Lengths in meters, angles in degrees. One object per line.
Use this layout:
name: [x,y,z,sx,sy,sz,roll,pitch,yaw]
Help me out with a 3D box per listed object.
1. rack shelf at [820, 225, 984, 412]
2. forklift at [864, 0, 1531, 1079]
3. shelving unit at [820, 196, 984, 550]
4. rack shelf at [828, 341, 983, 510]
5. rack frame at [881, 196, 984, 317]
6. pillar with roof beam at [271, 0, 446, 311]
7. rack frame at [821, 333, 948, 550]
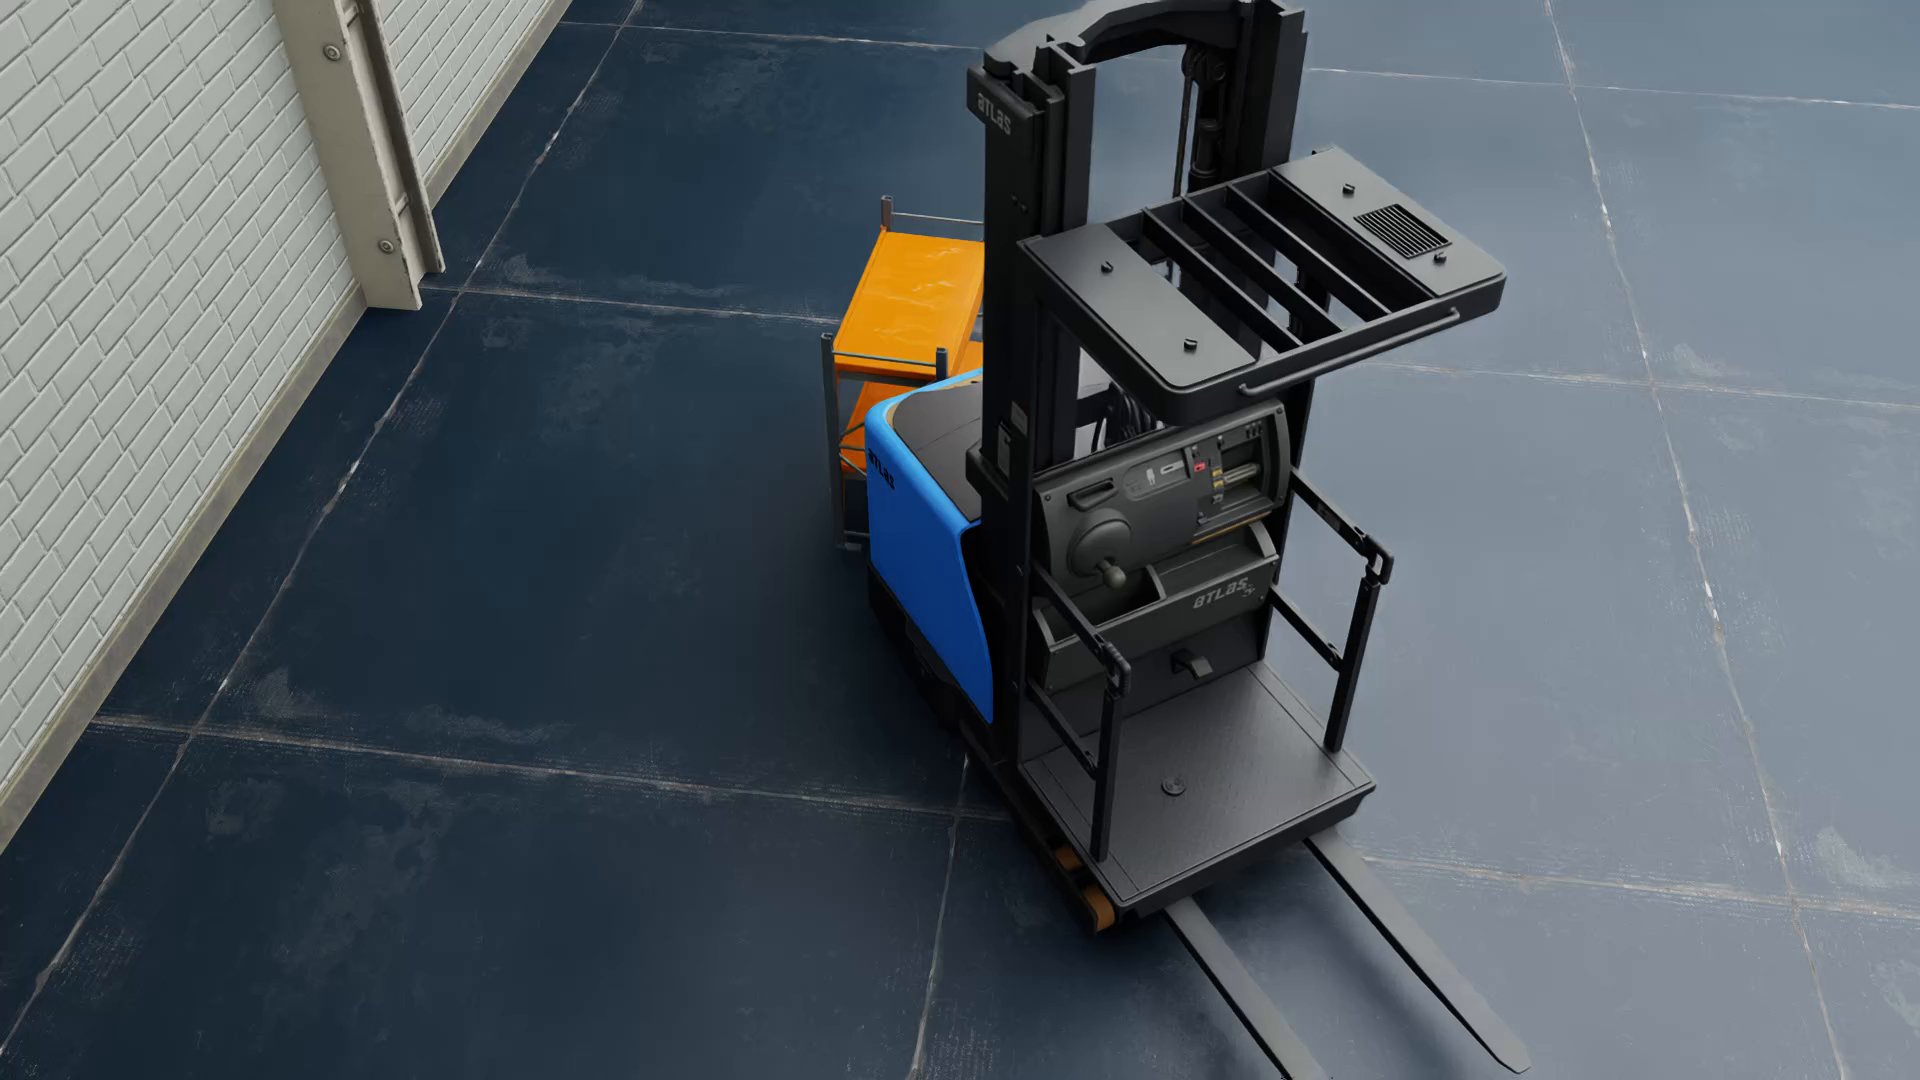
rack shelf: [-0.194,-0.911,6.991,0.538,0.278,1.000,8,44,8]
forklift: [0.772,-0.057,5.201,1.130,2.935,3.031,-21,47,-20]
shelving unit: [-0.194,-0.699,7.192,0.538,1.125,1.048,8,44,8]
rack shelf: [-0.194,-0.521,7.360,0.538,0.278,1.000,8,44,8]
rack frame: [-0.093,-1.041,7.554,0.500,1.125,0.032,8,44,8]
pillar with roof beam: [1.369,-4.200,5.163,9.100,9.000,0.400,5,44,6]
rack frame: [-0.295,-0.356,6.830,0.500,1.125,0.032,8,44,8]
